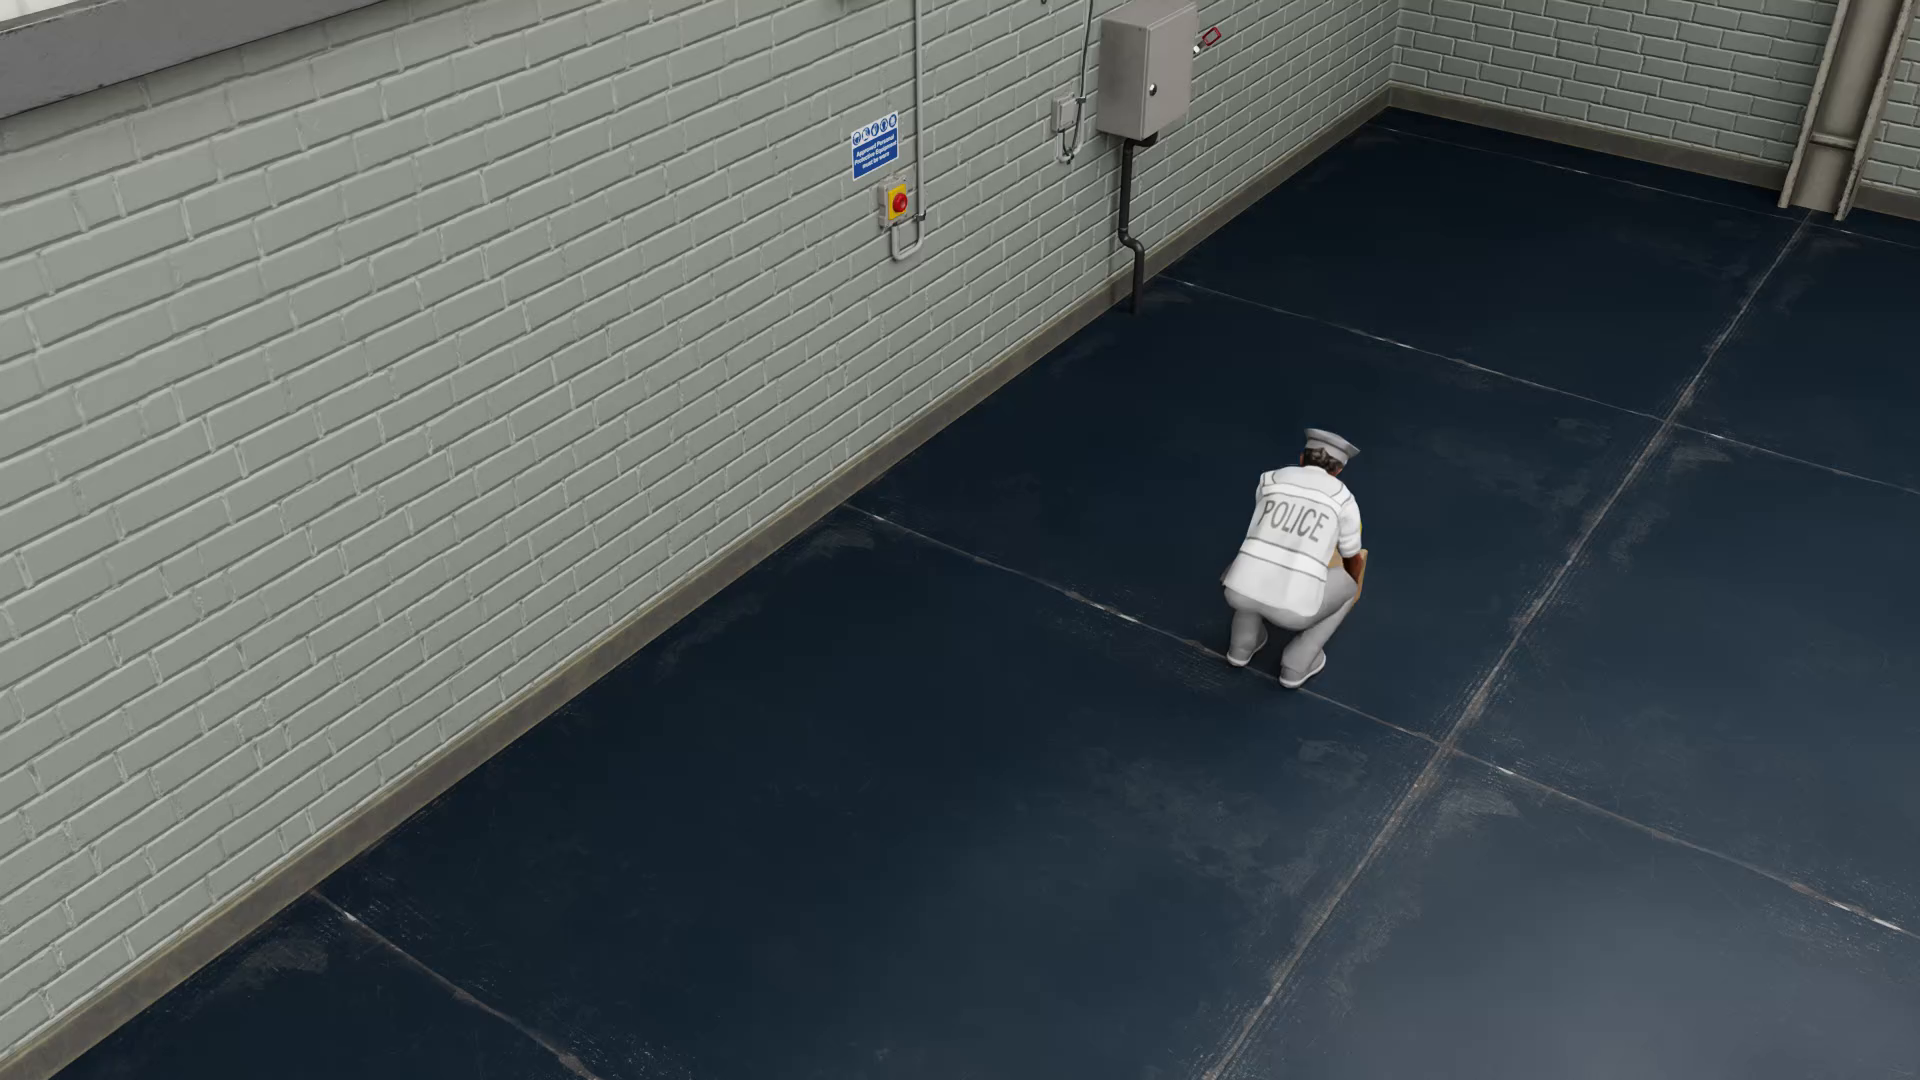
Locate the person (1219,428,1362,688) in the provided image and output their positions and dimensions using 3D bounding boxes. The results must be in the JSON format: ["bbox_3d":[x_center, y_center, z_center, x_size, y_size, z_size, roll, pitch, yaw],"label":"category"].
[{"bbox_3d":[1.368,0.068,6.737,0.484,0.885,0.867,22,40,28],"label":"person"}]
